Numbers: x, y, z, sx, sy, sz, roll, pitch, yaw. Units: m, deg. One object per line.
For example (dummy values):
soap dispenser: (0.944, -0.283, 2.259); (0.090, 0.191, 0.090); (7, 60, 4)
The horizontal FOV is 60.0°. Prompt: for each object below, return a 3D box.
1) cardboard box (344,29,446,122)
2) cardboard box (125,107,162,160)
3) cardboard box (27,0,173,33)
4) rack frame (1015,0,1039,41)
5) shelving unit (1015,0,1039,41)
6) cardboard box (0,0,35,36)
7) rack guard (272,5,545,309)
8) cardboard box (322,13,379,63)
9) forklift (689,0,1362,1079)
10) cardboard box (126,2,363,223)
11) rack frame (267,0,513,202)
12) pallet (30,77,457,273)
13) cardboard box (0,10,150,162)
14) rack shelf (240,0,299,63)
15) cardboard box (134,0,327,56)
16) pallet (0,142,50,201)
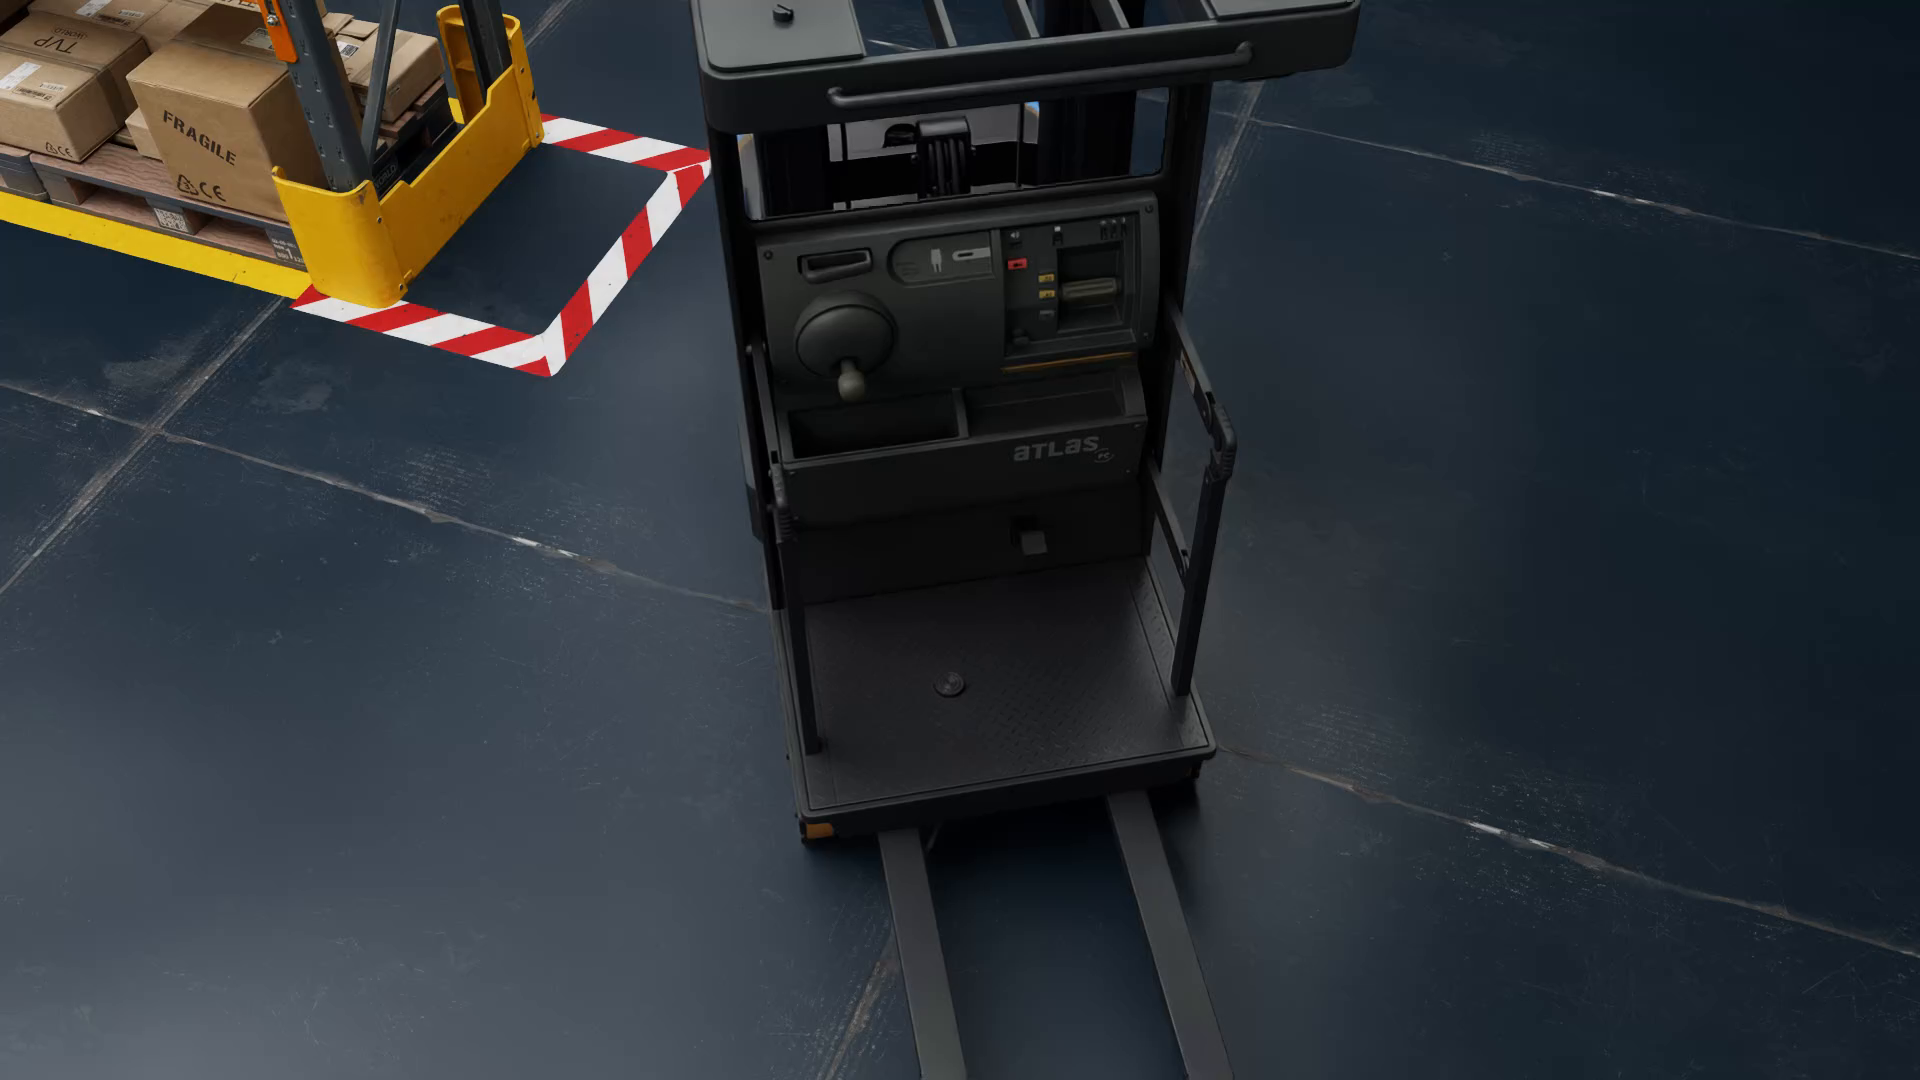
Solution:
cardboard box: (-2.208, -1.801, 6.421); (0.250, 0.149, 0.380); (16, 51, 13)
cardboard box: (-2.879, -1.591, 6.228); (0.250, 0.166, 0.380); (16, 51, 13)
cardboard box: (-3.284, -2.086, 6.602); (0.500, 0.250, 0.500); (16, 51, 13)
rack frame: (0.241, -1.395, 5.467); (0.032, 1.500, 0.500); (-8, 50, -7)
shelving unit: (-0.260, -1.328, 5.409); (1.048, 1.500, 0.538); (-8, 50, -7)
cardboard box: (-3.923, -2.123, 6.466); (0.637, 0.503, 0.797); (16, 51, 13)
rack guard: (-2.006, -1.439, 6.166); (0.348, 0.500, 1.175); (16, 51, 13)
cardboard box: (-2.443, -1.872, 6.472); (0.250, 0.166, 0.380); (16, 51, 13)
forklift: (0.049, -0.457, 3.707); (1.130, 2.935, 3.031); (-8, 50, -7)
cardboard box: (-2.530, -1.531, 5.955); (0.500, 0.500, 0.500); (16, 51, 13)
rack frame: (-1.935, -2.237, 5.204); (0.127, 3.000, 1.000); (16, 51, 13)
pallet: (-2.754, -1.552, 6.456); (1.213, 0.211, 1.003); (16, 51, 13)
cardboard box: (-3.411, -1.719, 6.283); (0.500, 0.250, 0.500); (16, 51, 13)
rack shelf: (-3.811, -2.526, 5.930); (4.000, 0.370, 1.077); (16, 51, 13)
cardboard box: (-2.815, -1.955, 6.488); (0.500, 0.250, 0.500); (16, 51, 13)
pallet: (-3.895, -1.873, 6.734); (1.213, 0.211, 1.003); (16, 51, 13)
